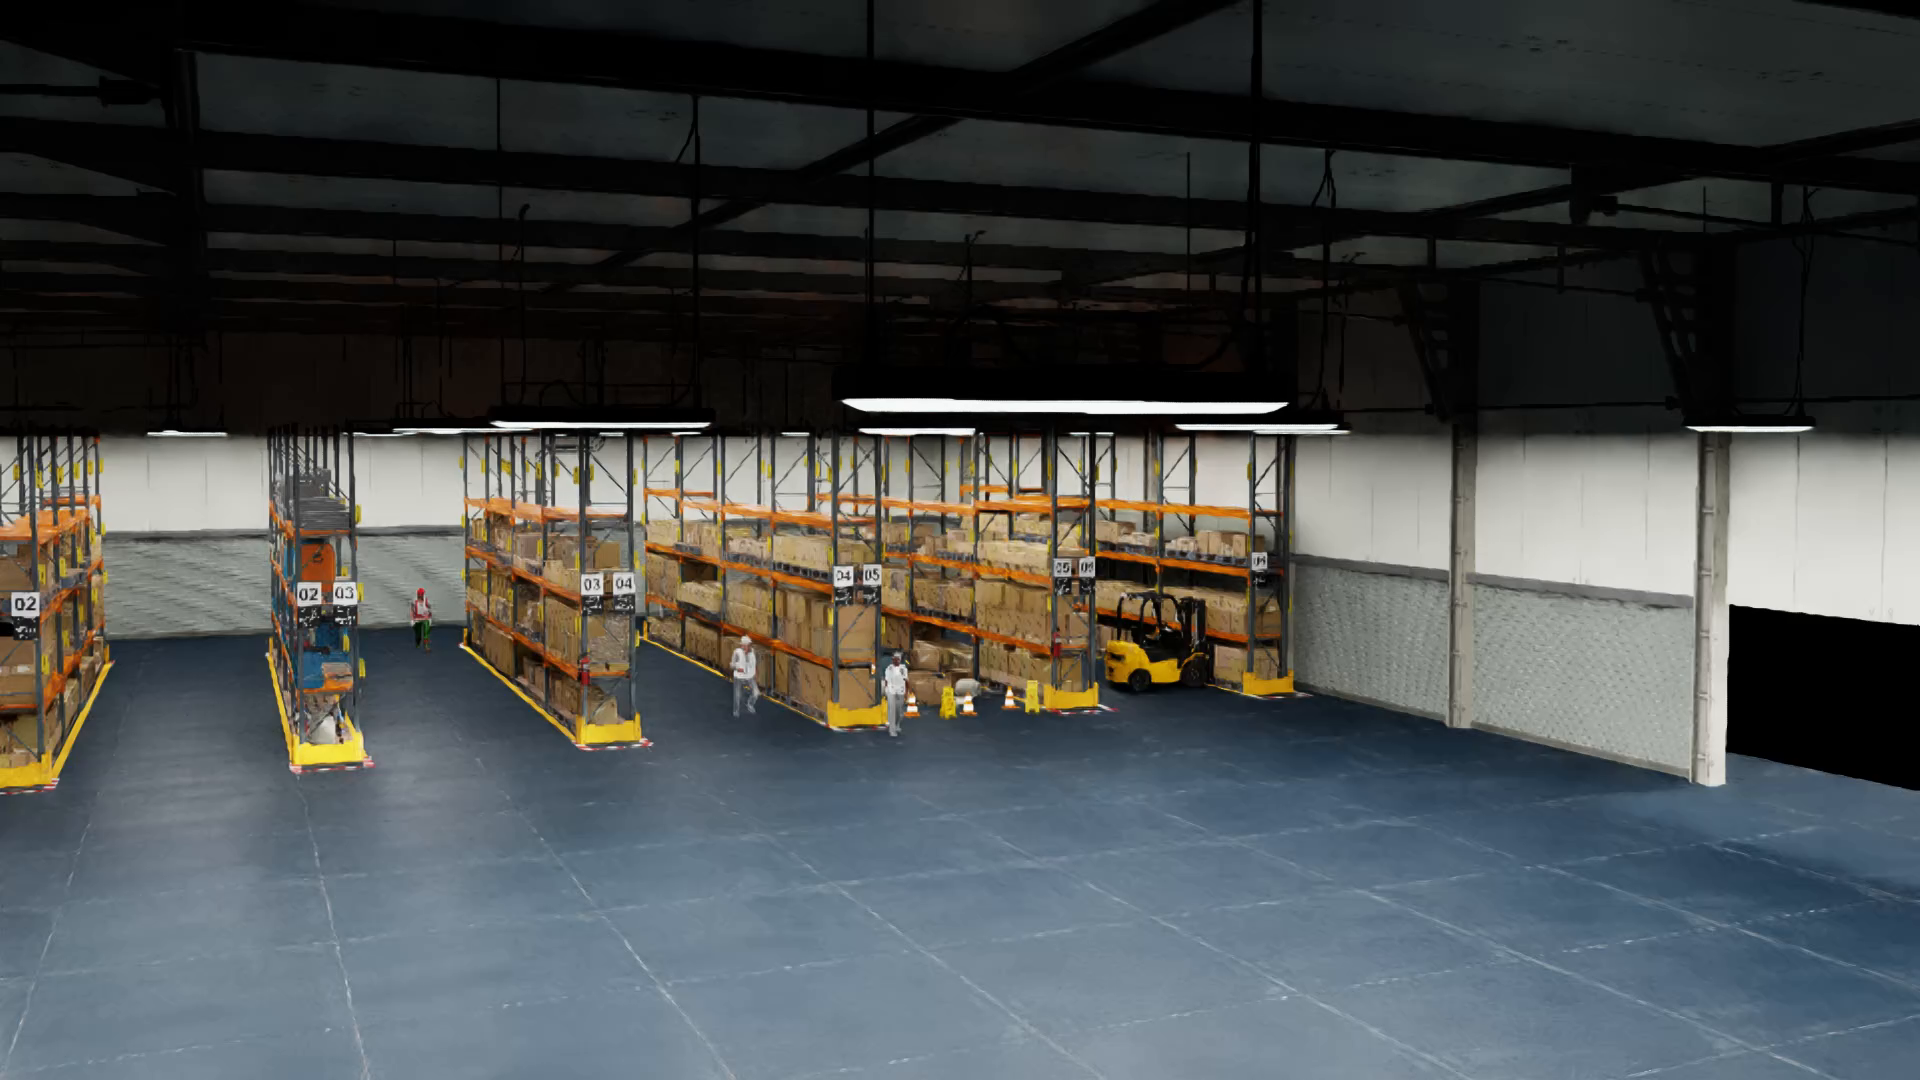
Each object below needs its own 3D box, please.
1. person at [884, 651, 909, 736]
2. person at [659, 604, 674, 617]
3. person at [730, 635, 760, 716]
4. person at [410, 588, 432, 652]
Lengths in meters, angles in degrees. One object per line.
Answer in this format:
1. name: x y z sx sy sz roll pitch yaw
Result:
1. person: -1.218 2.936 32.068 0.443 1.623 1.000 -1 4 -15
2. person: -9.213 1.688 52.227 0.620 1.720 0.973 0 3 -1
3. person: -4.408 2.791 34.185 0.665 1.702 0.810 -1 4 -19
4. person: -14.473 2.119 44.651 0.553 1.693 1.102 -1 4 -22
